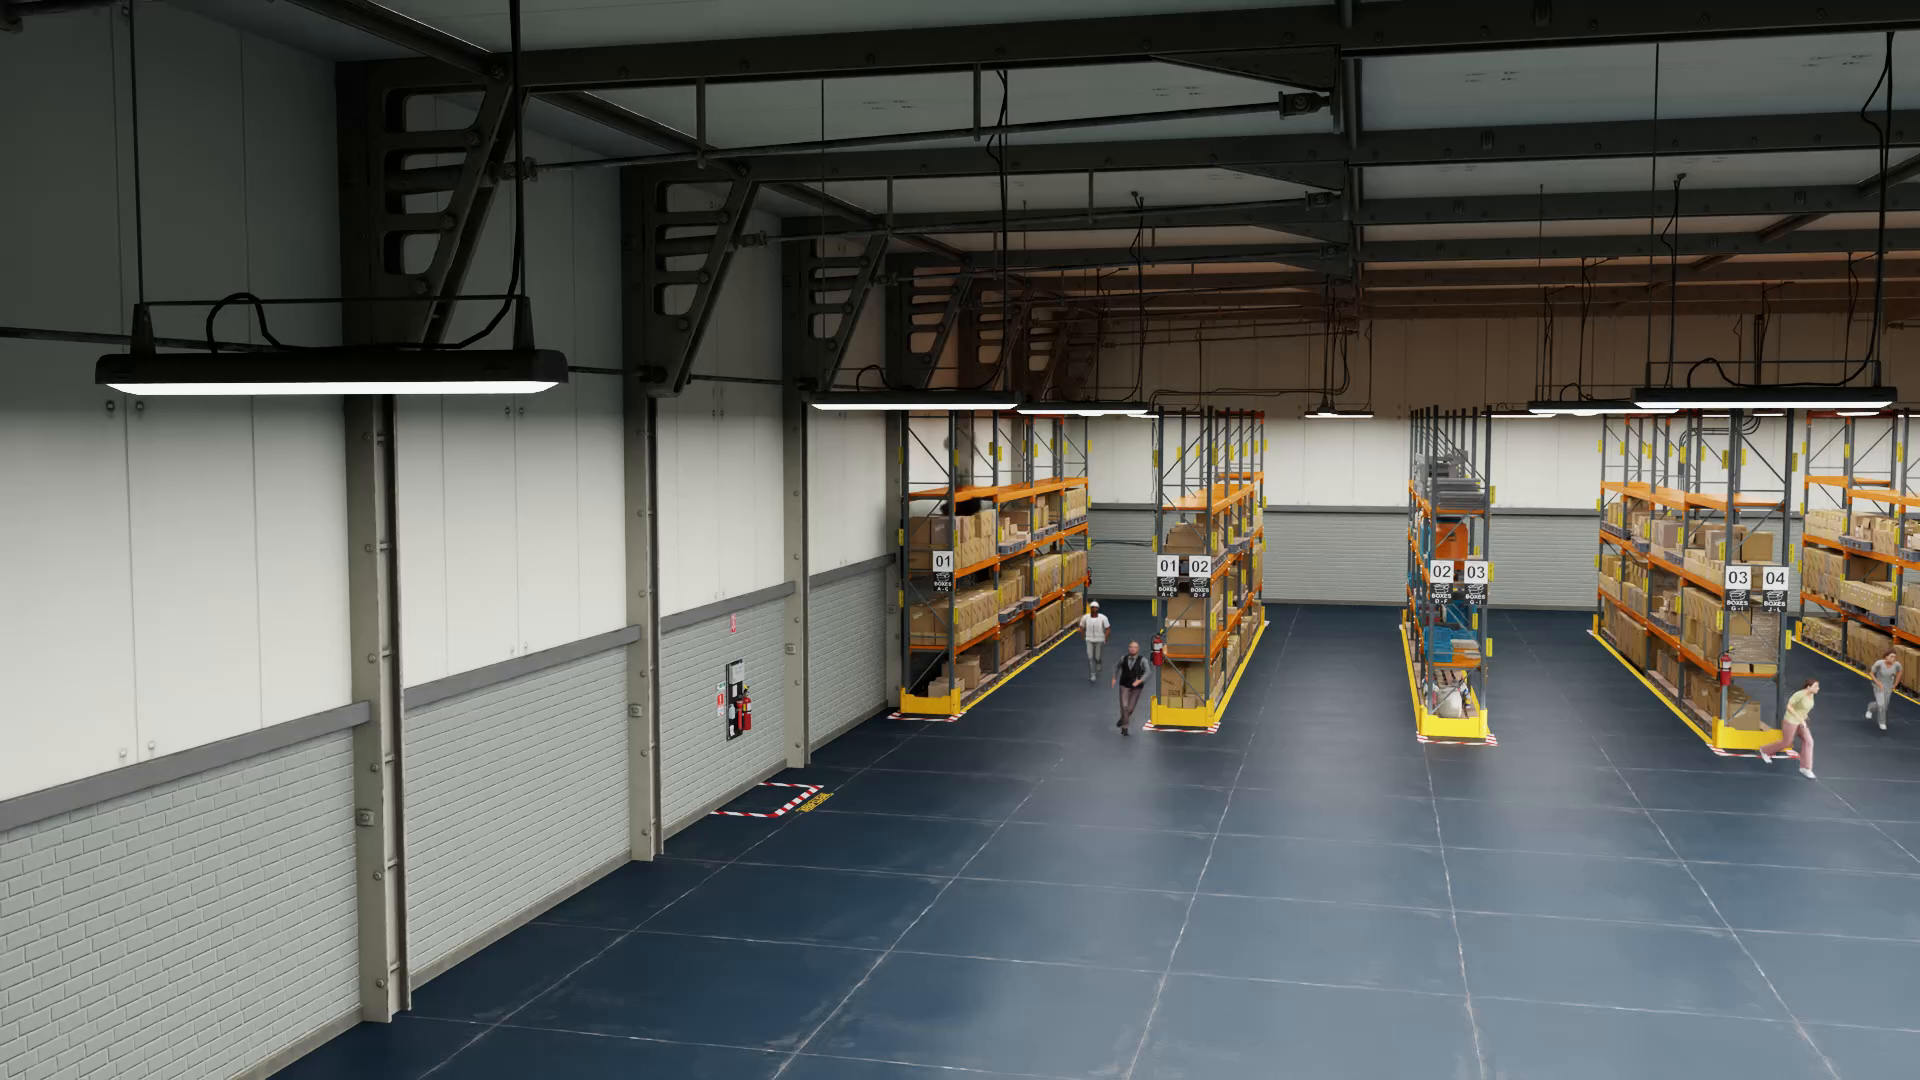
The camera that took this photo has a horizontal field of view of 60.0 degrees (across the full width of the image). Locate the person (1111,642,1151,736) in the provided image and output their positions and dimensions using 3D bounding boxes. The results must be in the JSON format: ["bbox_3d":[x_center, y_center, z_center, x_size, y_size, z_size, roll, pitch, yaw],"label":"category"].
[{"bbox_3d":[3.129,2.720,30.511,0.728,1.699,0.701,0,4,7],"label":"person"}]

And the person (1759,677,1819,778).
[{"bbox_3d":[13.511,3.000,27.071,0.604,1.625,0.992,-3,5,-38],"label":"person"}]

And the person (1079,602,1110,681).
[{"bbox_3d":[2.973,2.225,36.865,0.701,1.732,0.680,1,4,10],"label":"person"}]

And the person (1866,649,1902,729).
[{"bbox_3d":[17.230,2.764,31.046,0.577,1.503,0.872,0,4,7],"label":"person"}]
